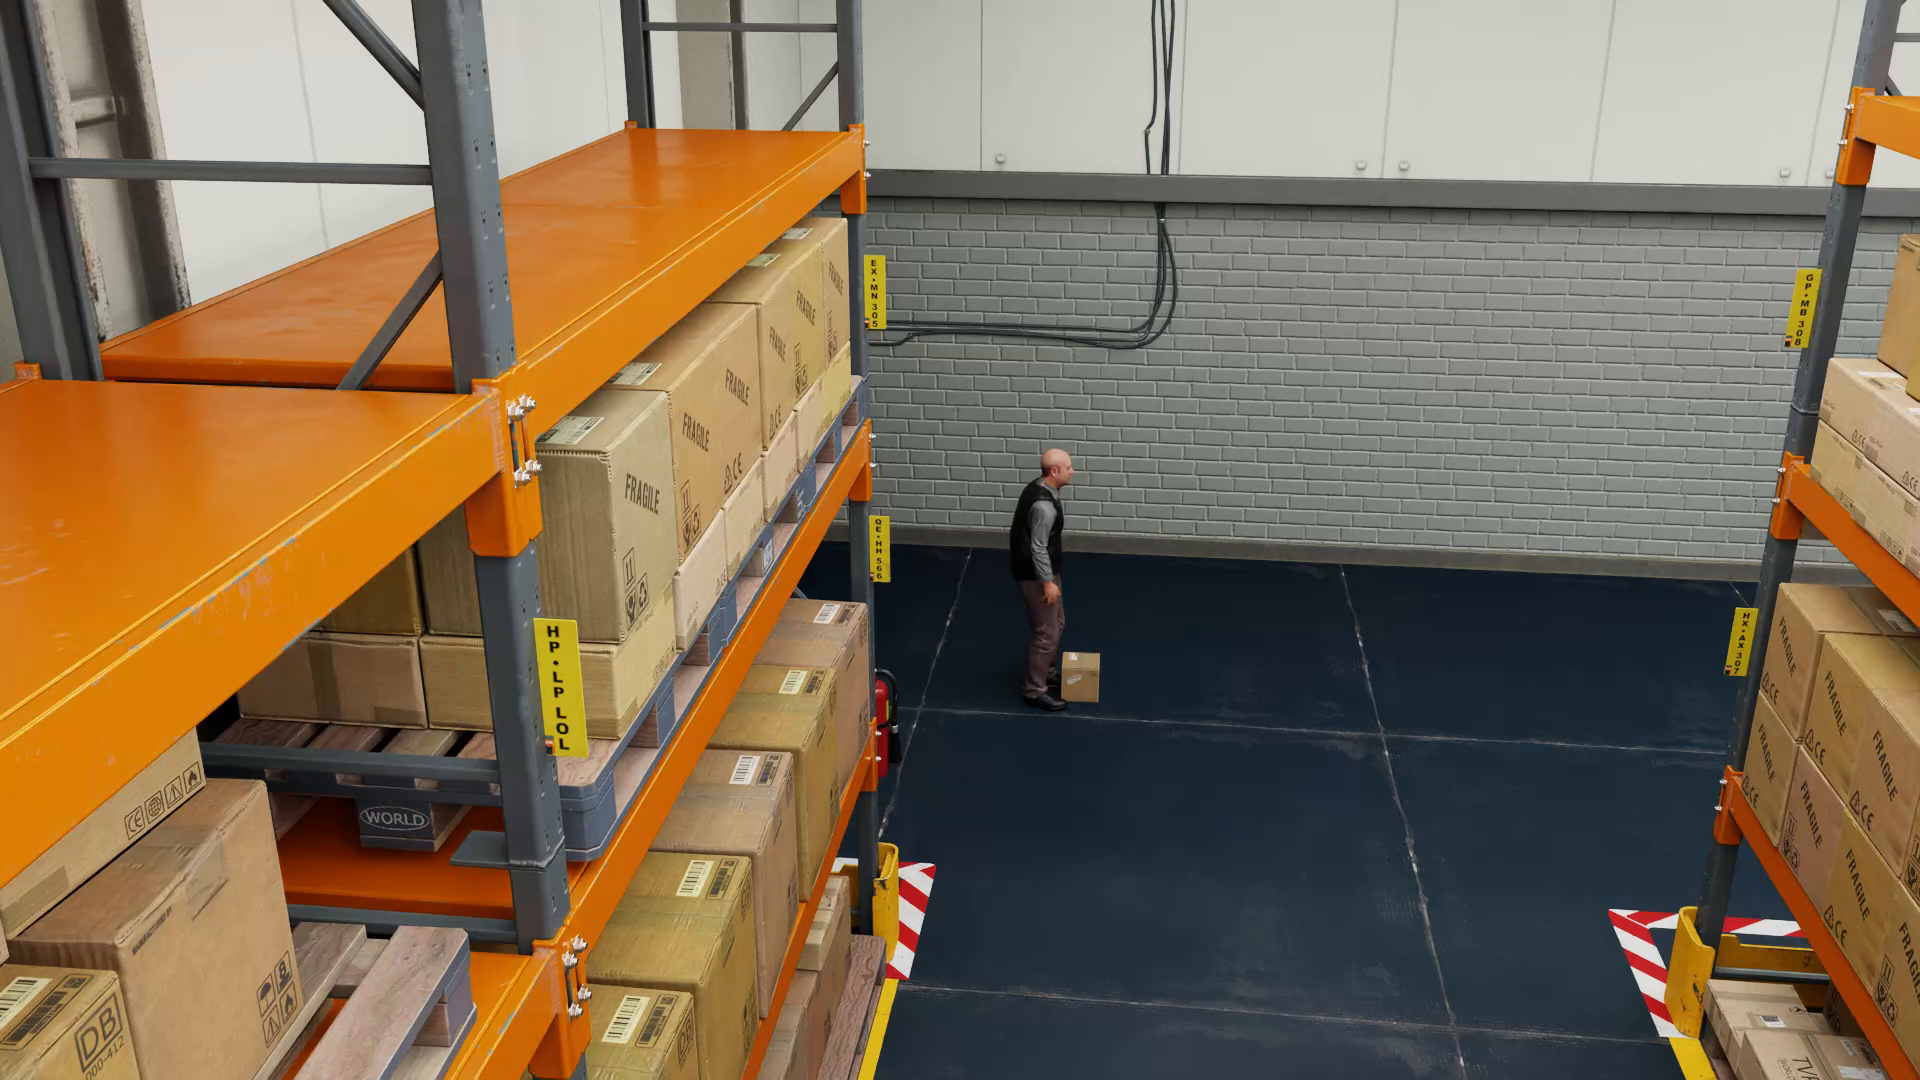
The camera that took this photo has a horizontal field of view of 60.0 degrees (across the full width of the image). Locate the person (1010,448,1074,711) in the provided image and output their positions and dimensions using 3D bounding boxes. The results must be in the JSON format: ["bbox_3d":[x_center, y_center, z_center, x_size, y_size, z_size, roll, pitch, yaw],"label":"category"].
[{"bbox_3d":[0.558,0.226,10.955,0.464,1.721,0.589,2,21,5],"label":"person"}]
